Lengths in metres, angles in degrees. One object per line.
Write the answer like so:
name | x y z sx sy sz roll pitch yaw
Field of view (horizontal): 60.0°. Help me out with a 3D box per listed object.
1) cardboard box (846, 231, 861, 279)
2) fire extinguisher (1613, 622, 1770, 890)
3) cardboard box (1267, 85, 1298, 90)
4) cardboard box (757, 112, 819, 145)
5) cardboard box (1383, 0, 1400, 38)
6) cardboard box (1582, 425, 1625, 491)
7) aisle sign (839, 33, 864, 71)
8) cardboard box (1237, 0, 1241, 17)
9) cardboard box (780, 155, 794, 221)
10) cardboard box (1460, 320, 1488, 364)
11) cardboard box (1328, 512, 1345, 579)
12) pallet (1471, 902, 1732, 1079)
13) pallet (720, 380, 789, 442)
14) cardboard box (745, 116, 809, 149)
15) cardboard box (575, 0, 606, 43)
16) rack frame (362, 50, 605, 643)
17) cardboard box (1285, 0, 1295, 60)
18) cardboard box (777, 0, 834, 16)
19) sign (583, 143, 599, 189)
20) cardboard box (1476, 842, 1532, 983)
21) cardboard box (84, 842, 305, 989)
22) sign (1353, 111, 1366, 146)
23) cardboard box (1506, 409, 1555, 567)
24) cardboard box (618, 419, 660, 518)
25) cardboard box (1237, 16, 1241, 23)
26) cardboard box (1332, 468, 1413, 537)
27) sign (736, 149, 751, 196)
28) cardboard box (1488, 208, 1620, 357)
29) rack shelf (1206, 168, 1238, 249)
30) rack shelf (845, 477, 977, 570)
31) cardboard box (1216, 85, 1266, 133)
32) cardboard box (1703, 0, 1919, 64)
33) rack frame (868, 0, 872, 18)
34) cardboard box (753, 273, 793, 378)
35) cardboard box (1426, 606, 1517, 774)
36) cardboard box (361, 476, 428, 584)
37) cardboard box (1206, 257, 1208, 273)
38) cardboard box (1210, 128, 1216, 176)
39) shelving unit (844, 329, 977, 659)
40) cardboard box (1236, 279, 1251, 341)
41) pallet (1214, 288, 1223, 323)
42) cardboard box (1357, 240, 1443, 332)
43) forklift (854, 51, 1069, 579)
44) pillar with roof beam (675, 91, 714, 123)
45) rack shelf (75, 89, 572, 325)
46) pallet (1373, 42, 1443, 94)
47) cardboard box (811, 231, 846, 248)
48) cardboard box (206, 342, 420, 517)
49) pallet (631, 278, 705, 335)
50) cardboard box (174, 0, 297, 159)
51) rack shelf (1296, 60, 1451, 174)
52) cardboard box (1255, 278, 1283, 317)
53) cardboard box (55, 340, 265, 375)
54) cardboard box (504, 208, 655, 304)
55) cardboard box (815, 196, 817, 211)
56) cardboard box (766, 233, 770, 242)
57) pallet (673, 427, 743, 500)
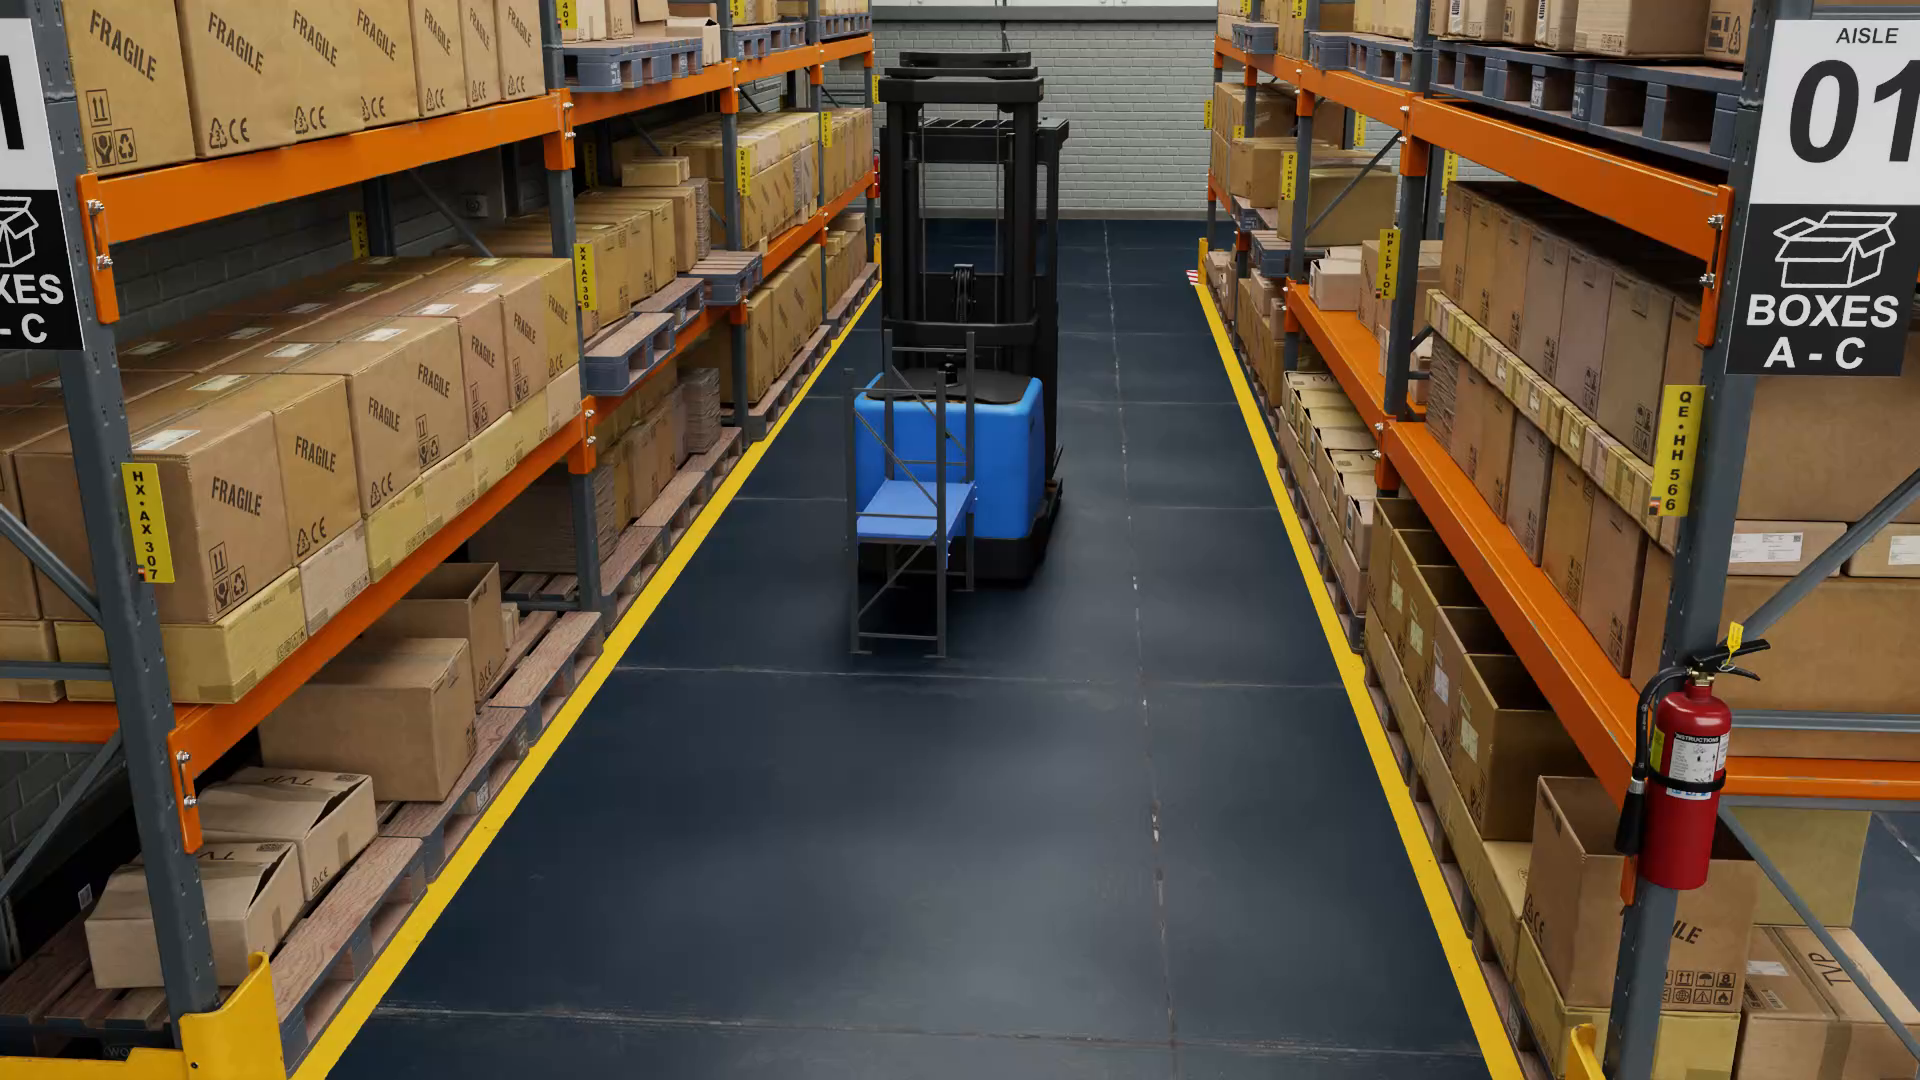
cardboard box | -1.506 -3.250 18.863 0.700 0.500 0.500 1 18 4
fire extinguisher | 1.803 0.529 4.116 0.296 0.674 0.183 1 18 4
cardboard box | 3.628 -4.725 18.259 0.500 0.500 0.500 2 18 5
cardboard box | -1.585 -3.775 15.250 0.500 0.250 0.500 2 18 5
cardboard box | 2.800 -3.090 9.784 0.500 0.250 0.500 1 18 3
cardboard box | 2.168 -0.252 5.172 0.380 0.149 0.250 2 18 5
aisle sign | -1.215 -5.864 19.326 0.394 0.787 0.004 1 18 4
cardboard box | 2.938 -5.165 15.990 0.500 0.250 0.500 1 18 4
cardboard box | -1.690 -2.950 13.939 0.500 0.500 0.500 2 18 5
cardboard box | 2.297 -0.814 6.886 0.380 0.149 0.250 1 18 3
cardboard box | 2.340 0.038 9.230 0.500 0.250 0.500 1 18 3
pallet | 2.288 1.552 5.346 1.003 0.211 1.213 1 18 4
pallet | -1.962 -1.046 13.277 1.003 0.211 1.213 1 18 4
cardboard box | -1.631 -3.616 14.766 0.500 0.250 0.500 2 18 5
cardboard box | -2.217 -2.828 8.887 0.500 0.311 0.500 2 18 6
rack frame | -2.380 -0.886 8.309 1.000 3.000 0.127 1 18 4
cardboard box | 2.882 -3.786 12.183 0.910 0.500 0.500 1 18 4
cardboard box | -1.494 -5.181 16.004 0.500 0.250 0.500 1 18 4
sign | -2.647 -2.690 11.955 0.100 0.325 0.005 1 18 4
cardboard box | 2.042 1.244 5.550 0.500 0.250 0.500 1 18 4
cardboard box | -2.527 1.212 5.518 0.500 0.311 0.500 -1 18 -2
sign | 3.689 -3.800 15.344 0.100 0.325 0.005 1 18 4
cardboard box | 2.429 -0.207 6.078 0.700 0.500 0.500 2 18 6
cardboard box | -2.280 -0.455 10.303 0.700 0.500 0.500 1 18 5
cardboard box | 2.951 -4.927 16.067 0.500 0.250 0.500 1 18 4
cardboard box | 2.335 -0.230 9.148 0.500 0.311 0.500 2 18 5
sign | -1.551 -2.632 11.905 0.100 0.325 0.005 1 18 4
cardboard box | 2.464 -0.990 6.383 0.700 0.500 0.500 1 18 4
rack shelf | 3.278 -3.540 17.566 1.077 0.370 4.000 1 18 4
rack shelf | -0.244 -0.102 8.904 0.538 0.185 1.000 3 18 8
cardboard box | 3.097 -4.732 18.280 0.500 0.500 0.500 1 18 4
cardboard box | 2.320 -1.453 4.158 0.797 0.503 0.637 3 18 8
rack frame | -1.520 -7.464 18.749 1.000 3.000 0.127 1 18 4
cardboard box | -1.840 -1.804 13.888 0.750 0.750 0.750 1 18 4
cardboard box | 2.110 0.577 6.381 0.500 0.500 0.500 1 18 4
cardboard box | -2.250 -0.046 5.955 0.500 0.250 0.500 1 18 3
cardboard box | 3.031 -3.166 19.112 0.380 0.166 0.250 1 18 4
cardboard box | 3.127 -4.419 18.931 0.500 0.500 0.500 2 18 5
shelving unit | -0.244 -0.273 8.848 0.538 1.500 1.048 3 18 8
cardboard box | 2.857 -2.138 15.437 0.500 0.500 0.500 0 18 1
pallet | 3.270 -2.529 17.803 1.003 0.211 1.213 1 18 4
cardboard box | 2.744 -1.545 10.160 0.500 0.500 0.500 0 18 1
forklift | 0.093 -1.587 10.558 1.130 2.935 3.031 3 18 8
pillar with roof beam | 1.675 -6.362 15.387 9.100 9.000 0.400 1 18 4
rack shelf | -2.523 -1.348 6.059 1.077 0.370 4.000 1 18 4
pallet | 2.612 -2.385 8.375 0.805 0.209 1.217 1 18 2
cardboard box | -1.407 -3.185 17.624 0.380 0.149 0.250 1 18 2
cardboard box | -2.244 -0.393 5.811 0.500 0.500 0.500 1 18 2
pallet | -2.194 -1.421 10.252 1.003 0.211 1.213 1 18 4
cardboard box | -2.319 -1.390 4.839 0.500 0.500 0.500 2 18 8
rack shelf | 2.705 -2.481 9.516 1.077 0.370 4.000 1 18 4
cardboard box | 2.750 -2.028 13.897 0.500 0.250 0.500 1 18 3
cardboard box | -2.766 -0.406 5.850 0.500 0.500 0.500 1 18 2
cardboard box | -2.246 -1.678 9.861 0.700 0.500 0.500 4 19 11
cardboard box | -1.548 -3.149 15.588 0.380 0.149 0.250 1 18 4
cardboard box | -1.774 -2.516 13.655 0.380 0.149 0.250 2 18 5
pallet | -2.151 -0.560 11.794 1.003 0.211 1.213 1 18 4
